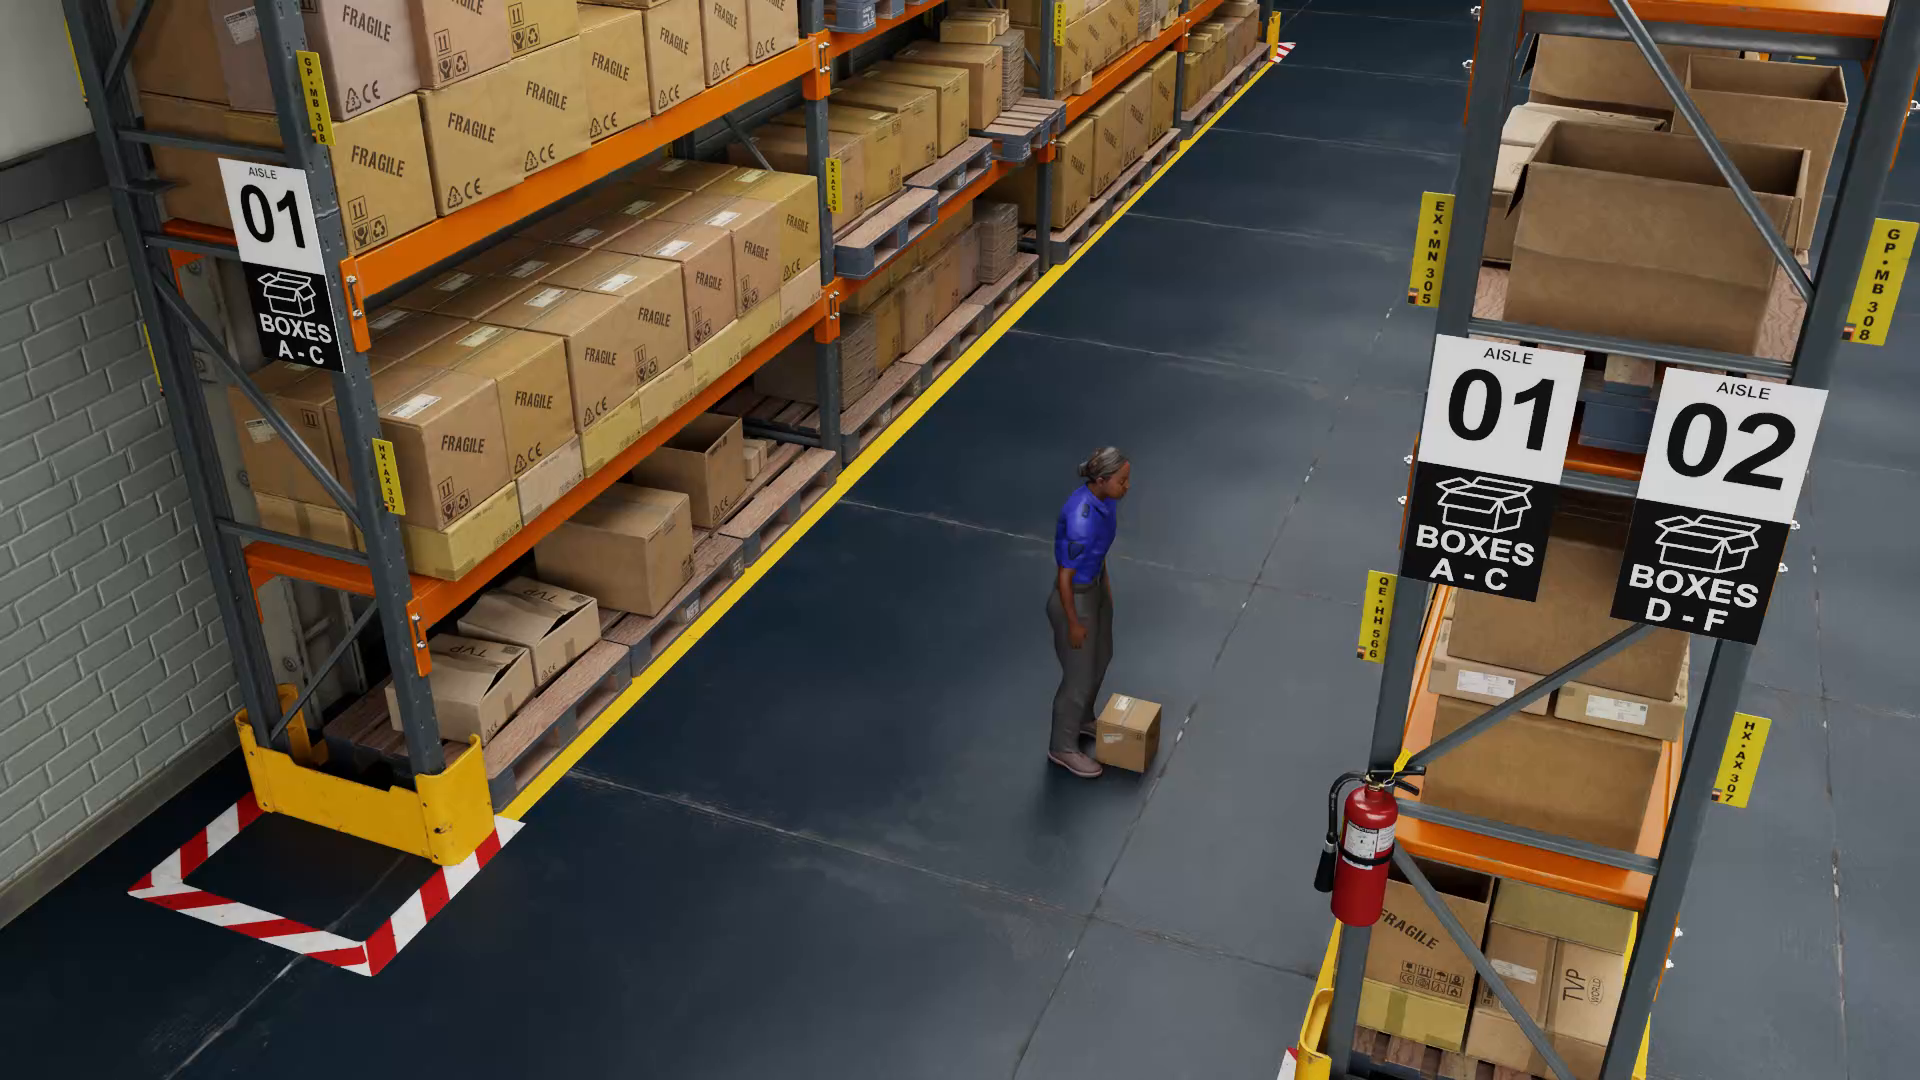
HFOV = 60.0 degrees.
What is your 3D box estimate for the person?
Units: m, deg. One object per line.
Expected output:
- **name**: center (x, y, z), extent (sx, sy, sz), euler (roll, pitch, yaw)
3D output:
- **person**: center (0.601, 0.301, 7.871), extent (0.350, 1.654, 0.503), euler (12, 32, 19)
